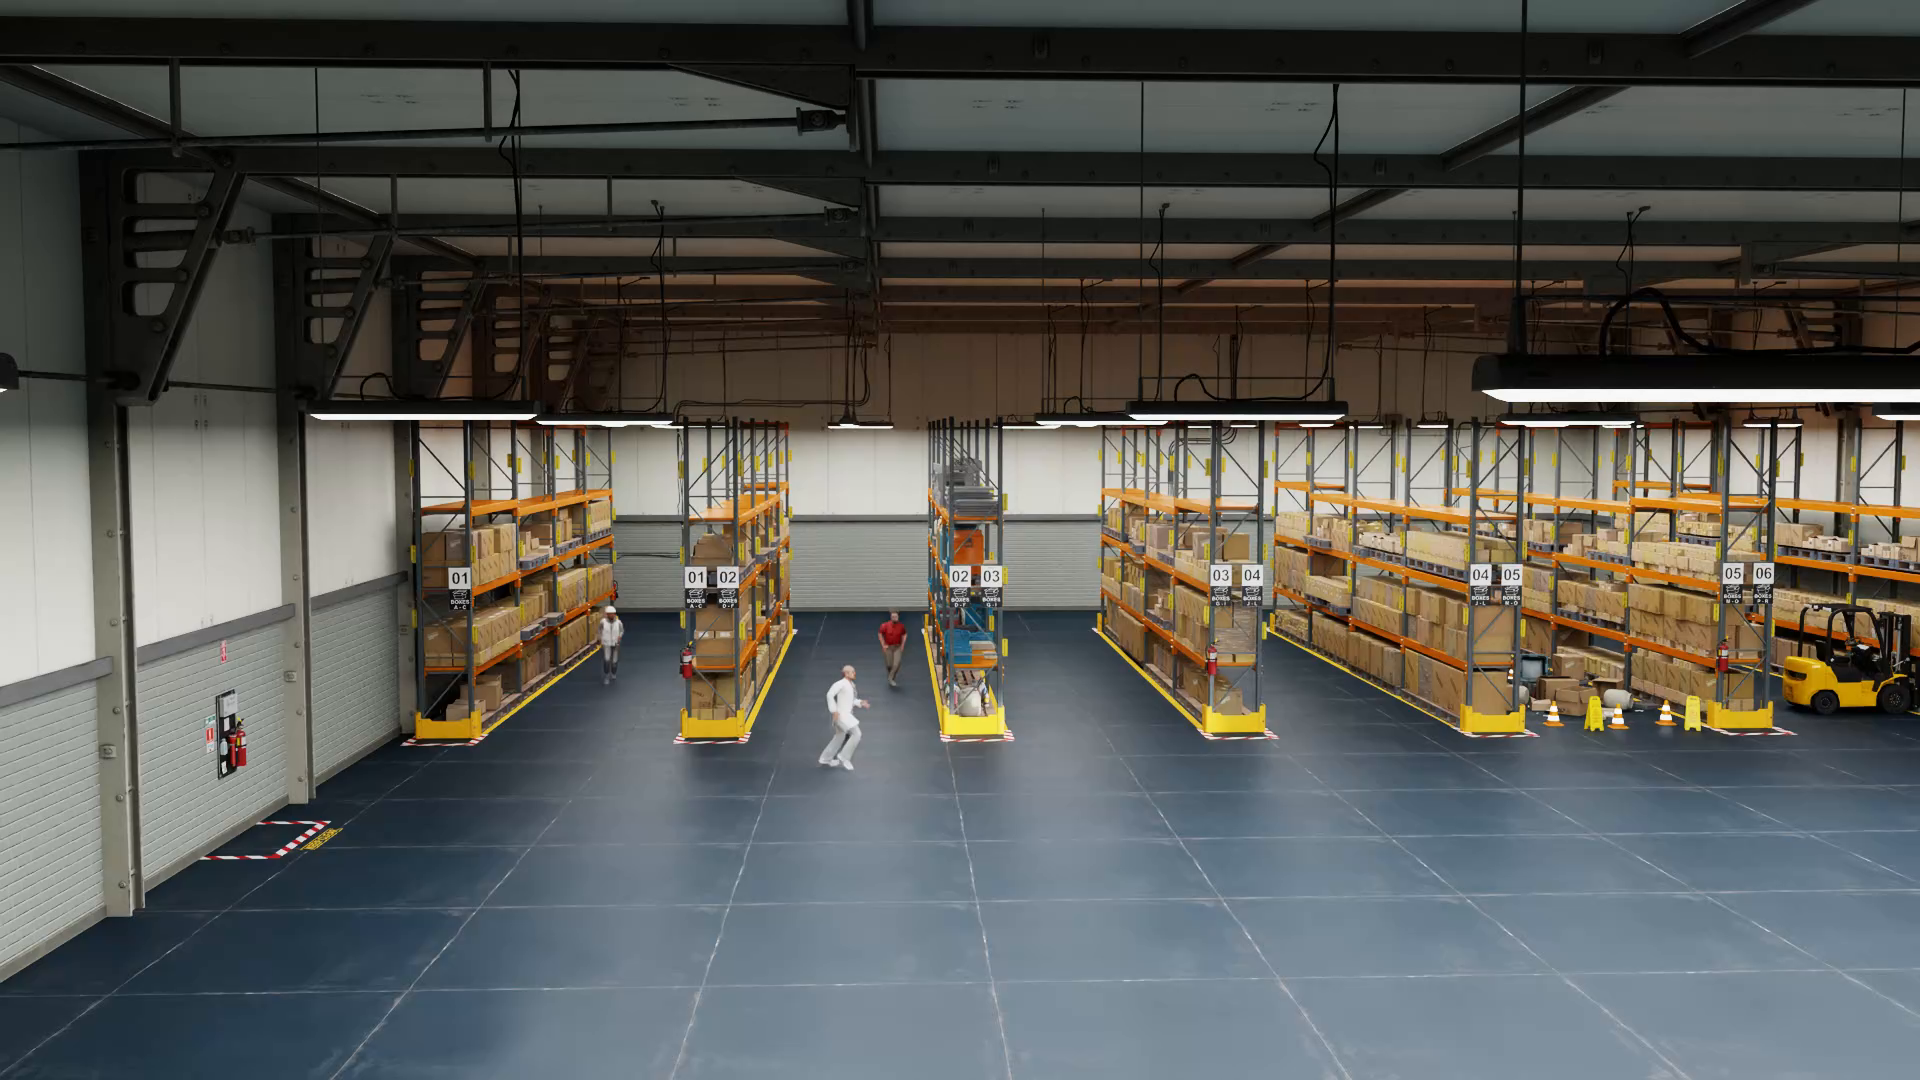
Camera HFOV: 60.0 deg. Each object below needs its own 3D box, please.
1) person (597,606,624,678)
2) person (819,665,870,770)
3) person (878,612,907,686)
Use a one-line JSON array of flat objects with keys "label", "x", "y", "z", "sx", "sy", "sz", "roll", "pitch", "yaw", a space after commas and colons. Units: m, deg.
[{"label": "person", "x": -7.927, "y": 2.315, "z": 37.769, "sx": 0.585, "sy": 1.637, "sz": 0.826, "roll": -1, "pitch": 4, "yaw": -20}, {"label": "person", "x": -1.976, "y": 3.018, "z": 28.202, "sx": 0.889, "sy": 1.791, "sz": 0.652, "roll": 1, "pitch": 4, "yaw": 10}, {"label": "person", "x": -1.528, "y": 2.447, "z": 37.614, "sx": 0.661, "sy": 1.667, "sz": 0.572, "roll": -1, "pitch": 4, "yaw": -11}]
